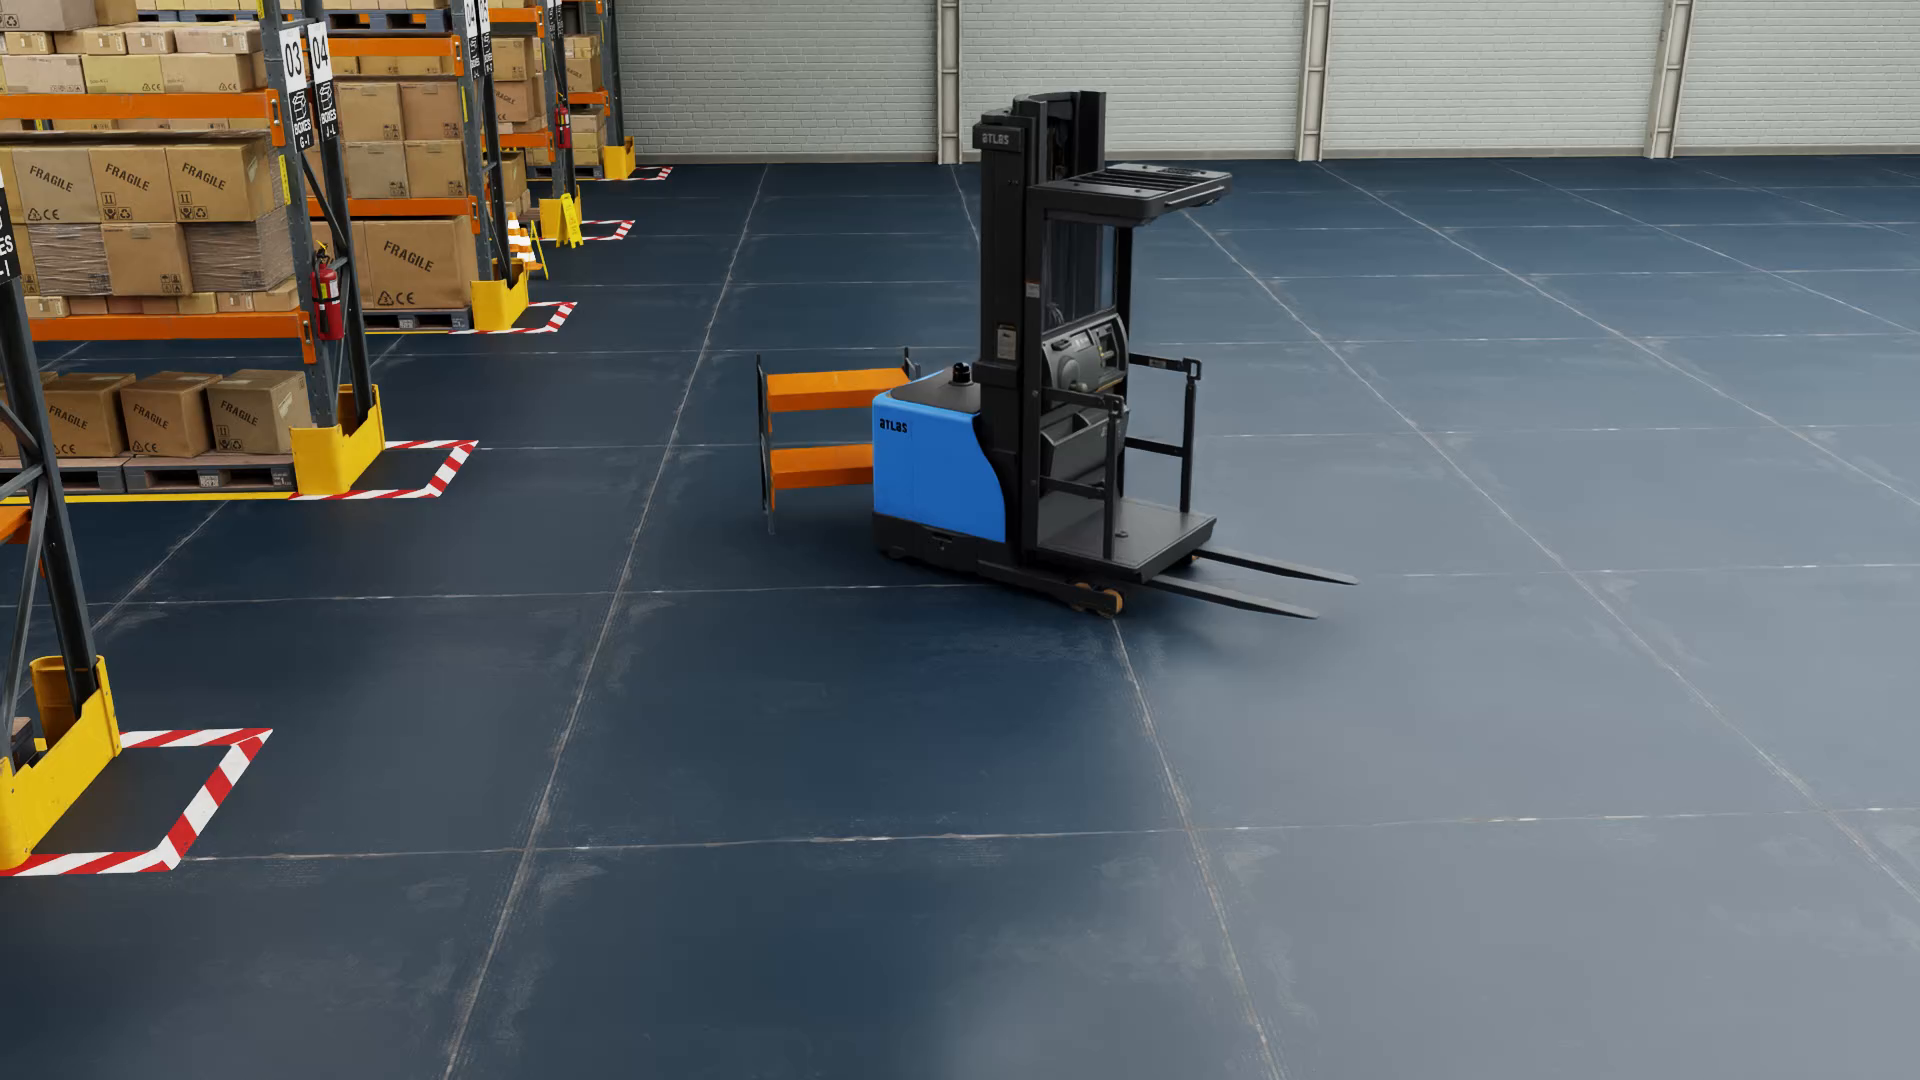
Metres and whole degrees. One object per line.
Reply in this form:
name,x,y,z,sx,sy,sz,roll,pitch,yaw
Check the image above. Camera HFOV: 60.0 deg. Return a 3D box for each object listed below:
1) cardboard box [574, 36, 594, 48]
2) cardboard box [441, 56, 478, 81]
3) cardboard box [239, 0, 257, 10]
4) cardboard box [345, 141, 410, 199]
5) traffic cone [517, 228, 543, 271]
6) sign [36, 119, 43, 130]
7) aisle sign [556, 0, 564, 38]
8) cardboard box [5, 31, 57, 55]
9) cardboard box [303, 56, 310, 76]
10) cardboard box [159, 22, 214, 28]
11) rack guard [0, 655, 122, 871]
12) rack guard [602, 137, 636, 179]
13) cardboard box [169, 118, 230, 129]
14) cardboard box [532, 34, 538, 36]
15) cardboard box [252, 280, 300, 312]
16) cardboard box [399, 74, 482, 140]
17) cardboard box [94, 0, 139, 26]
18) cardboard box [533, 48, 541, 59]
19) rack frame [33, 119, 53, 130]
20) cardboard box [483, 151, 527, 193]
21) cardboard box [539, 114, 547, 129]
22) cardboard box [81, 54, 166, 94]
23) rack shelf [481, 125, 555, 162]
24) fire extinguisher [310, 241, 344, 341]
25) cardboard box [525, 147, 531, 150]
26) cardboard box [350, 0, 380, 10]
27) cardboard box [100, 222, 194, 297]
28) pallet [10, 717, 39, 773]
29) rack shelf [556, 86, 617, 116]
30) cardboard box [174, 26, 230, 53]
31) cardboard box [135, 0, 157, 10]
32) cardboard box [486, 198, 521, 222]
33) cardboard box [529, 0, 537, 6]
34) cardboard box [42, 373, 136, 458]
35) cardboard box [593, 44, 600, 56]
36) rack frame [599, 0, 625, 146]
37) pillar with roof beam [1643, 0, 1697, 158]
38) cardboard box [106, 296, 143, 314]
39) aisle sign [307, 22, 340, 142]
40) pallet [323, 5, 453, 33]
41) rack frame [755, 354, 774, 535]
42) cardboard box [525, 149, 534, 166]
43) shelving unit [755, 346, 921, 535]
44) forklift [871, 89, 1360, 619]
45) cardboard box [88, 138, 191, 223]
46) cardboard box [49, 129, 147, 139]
cardboard box,-5.758,-7.623,25.457,0.250,0.149,0.380,-1,21,-3
cardboard box,-6.128,-6.011,20.729,0.500,0.500,0.700,-1,21,-3
cardboard box,-6.577,-5.066,15.619,0.250,0.149,0.380,-1,21,-2
cardboard box,-5.657,-3.724,16.477,0.550,0.550,0.875,-1,21,-3
traffic cone,-5.078,-3.413,19.436,0.334,0.463,0.336,-1,21,-3
sign,-8.695,-3.927,15.704,0.005,0.325,0.100,-1,21,-3
aisle sign,-5.081,-6.779,21.058,0.004,0.787,0.394,-1,21,-3
cardboard box,-6.118,-3.311,11.035,0.250,0.149,0.380,-2,21,-6
cardboard box,-8.156,-5.959,20.594,0.500,0.500,0.700,-1,21,-3
cardboard box,-5.357,-3.508,11.553,0.250,0.149,0.380,-2,21,-4
rack guard,-4.350,1.013,7.757,0.348,0.500,1.175,-1,21,-3
rack guard,-5.388,-6.049,26.305,0.348,0.500,1.175,-1,21,-3
cardboard box,-7.275,-4.200,16.209,0.550,0.550,0.875,-1,21,-3
cardboard box,-6.534,-7.771,25.846,0.250,0.149,0.380,-1,21,-3
cardboard box,-4.832,-1.736,11.819,0.250,0.149,0.380,-1,21,-3
cardboard box,-5.114,-4.278,16.413,0.550,0.550,0.875,-1,21,-3
cardboard box,-6.057,-3.820,11.461,0.500,0.500,0.500,-1,21,-3
cardboard box,-6.507,-7.459,25.445,0.250,0.149,0.380,-1,21,-3
rack frame,-8.735,-3.616,16.402,0.127,3.000,1.000,-1,21,-3
cardboard box,-5.970,-4.796,21.723,0.500,0.500,0.500,-2,21,-5
cardboard box,-5.476,-5.402,21.448,0.250,0.149,0.380,-1,21,-3
cardboard box,-5.525,-3.153,11.183,0.500,0.250,0.500,-1,21,-3
rack shelf,-7.122,-5.076,21.250,4.000,0.370,1.077,-1,21,-3
fire extinguisher,-4.419,-1.735,11.572,0.183,0.674,0.296,-1,21,-3
cardboard box,-6.896,-6.216,25.803,0.500,0.250,0.500,-2,21,-4
cardboard box,-5.562,-5.087,15.673,0.250,0.149,0.380,-1,21,-2
cardboard box,-5.603,-2.064,11.769,0.500,0.500,0.875,-1,21,-3
pallet,-5.161,1.163,7.770,1.213,0.211,1.003,-1,21,-3
rack shelf,-7.409,-6.839,25.881,4.000,0.370,1.077,-1,21,-3
cardboard box,-5.086,-3.371,11.194,0.250,0.149,0.380,-2,21,-5
cardboard box,-7.595,-5.045,15.563,0.250,0.149,0.380,-1,21,-4
cardboard box,-5.941,-4.252,21.347,0.500,0.250,0.500,-1,21,-3
cardboard box,-5.475,-6.846,21.024,0.250,0.149,0.380,-1,21,-3
cardboard box,-6.405,-0.924,12.255,0.500,0.500,0.500,1,21,2
cardboard box,-5.766,-7.651,25.950,0.250,0.149,0.380,-2,21,-4
rack frame,-5.412,-7.216,25.859,0.127,3.000,1.000,-1,21,-3
pillar with roof beam,12.058,-9.162,22.539,0.400,9.000,9.100,-1,21,-3
cardboard box,-5.831,-1.718,11.771,0.250,0.149,0.380,-1,21,-3
aisle sign,-4.515,-3.256,11.803,0.004,0.787,0.394,-1,21,-3
pallet,-5.482,-5.038,16.048,1.213,0.211,1.003,-1,21,-3
rack frame,-1.321,-0.649,11.244,0.032,1.125,0.500,-4,21,-11
cardboard box,-6.860,-5.992,25.918,0.500,0.250,0.500,-1,21,-2
shelving unit,-0.823,-0.686,11.341,1.048,1.125,0.538,-4,21,-11
forklift,0.933,-1.122,9.948,3.031,2.935,1.130,14,25,32
cardboard box,-5.593,-2.475,11.441,0.500,0.500,0.500,-1,21,-3
cardboard box,-6.123,-2.653,11.910,0.500,0.500,0.500,-1,21,-3
